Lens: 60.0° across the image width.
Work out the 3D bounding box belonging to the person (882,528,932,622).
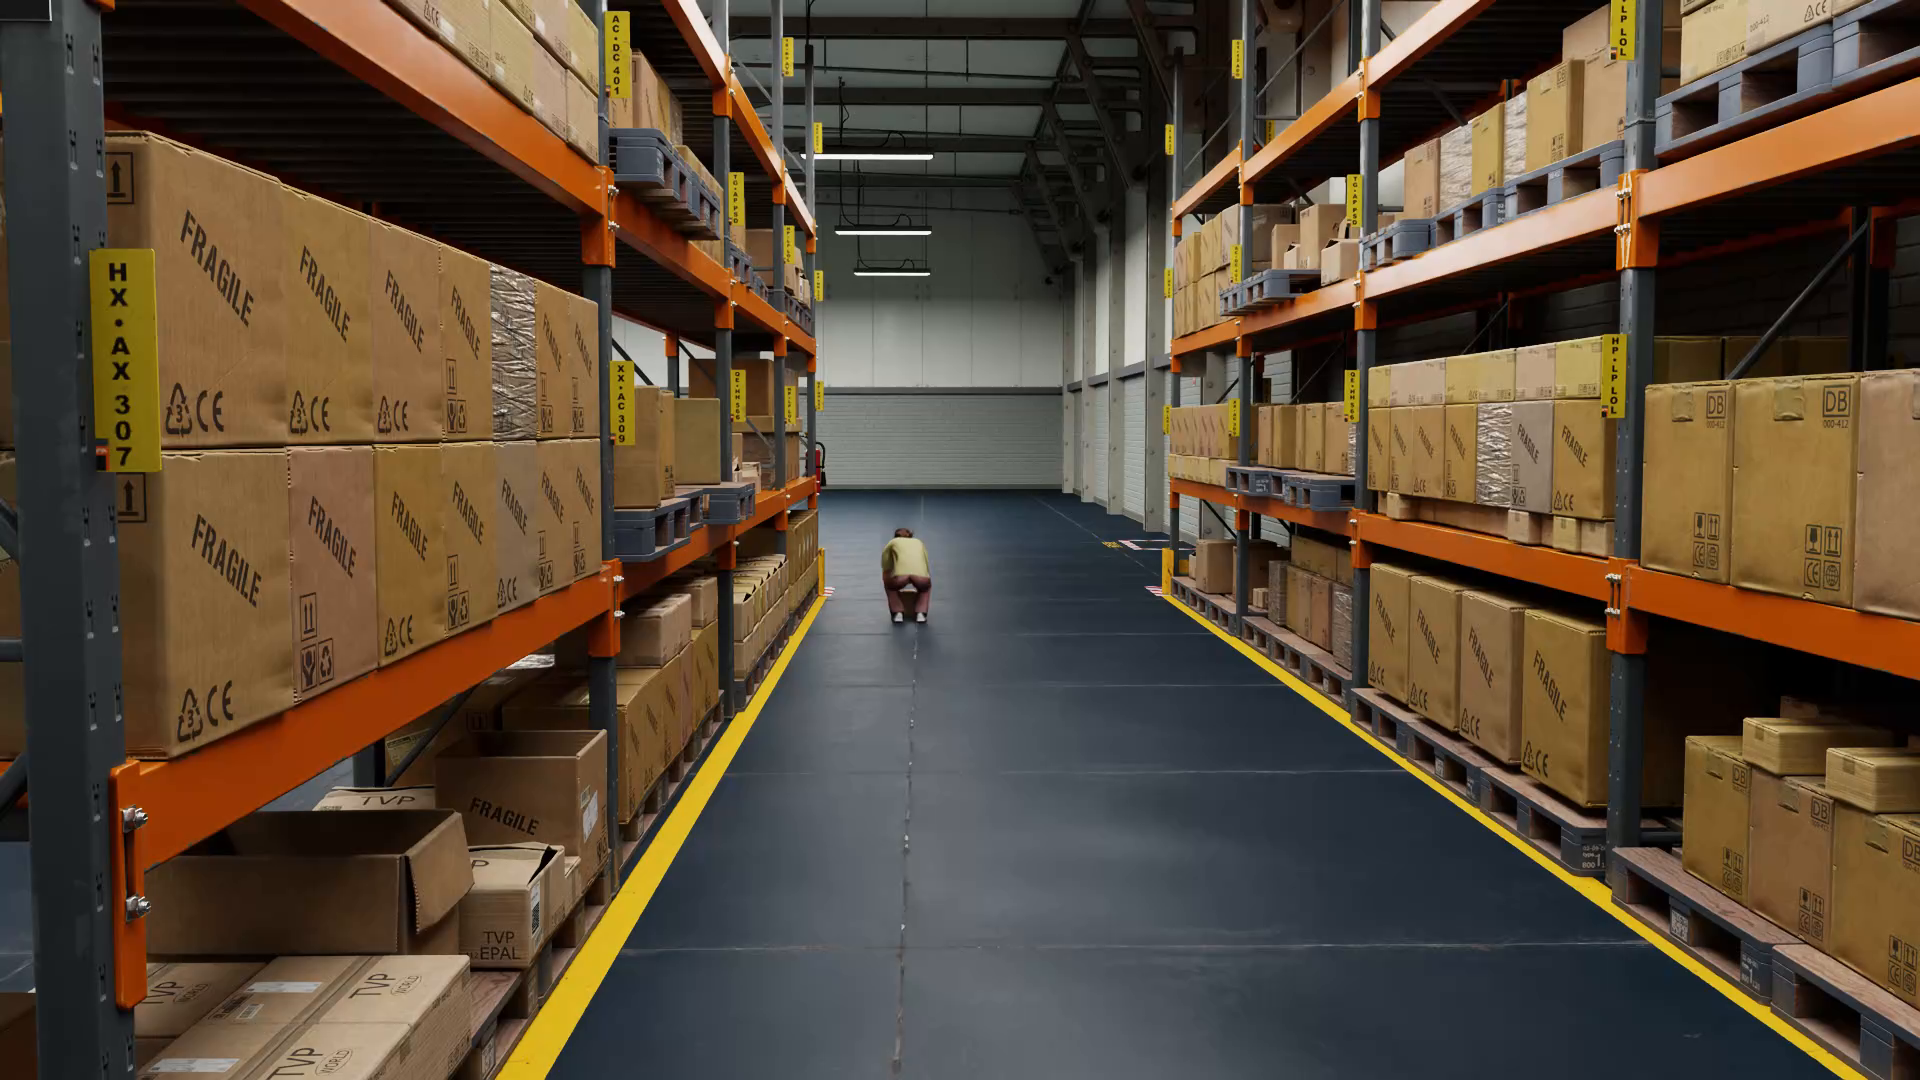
[{"bbox_3d":[-0.512,0.334,16.009,0.487,0.873,0.801,0,4,-2],"label":"person"}]
